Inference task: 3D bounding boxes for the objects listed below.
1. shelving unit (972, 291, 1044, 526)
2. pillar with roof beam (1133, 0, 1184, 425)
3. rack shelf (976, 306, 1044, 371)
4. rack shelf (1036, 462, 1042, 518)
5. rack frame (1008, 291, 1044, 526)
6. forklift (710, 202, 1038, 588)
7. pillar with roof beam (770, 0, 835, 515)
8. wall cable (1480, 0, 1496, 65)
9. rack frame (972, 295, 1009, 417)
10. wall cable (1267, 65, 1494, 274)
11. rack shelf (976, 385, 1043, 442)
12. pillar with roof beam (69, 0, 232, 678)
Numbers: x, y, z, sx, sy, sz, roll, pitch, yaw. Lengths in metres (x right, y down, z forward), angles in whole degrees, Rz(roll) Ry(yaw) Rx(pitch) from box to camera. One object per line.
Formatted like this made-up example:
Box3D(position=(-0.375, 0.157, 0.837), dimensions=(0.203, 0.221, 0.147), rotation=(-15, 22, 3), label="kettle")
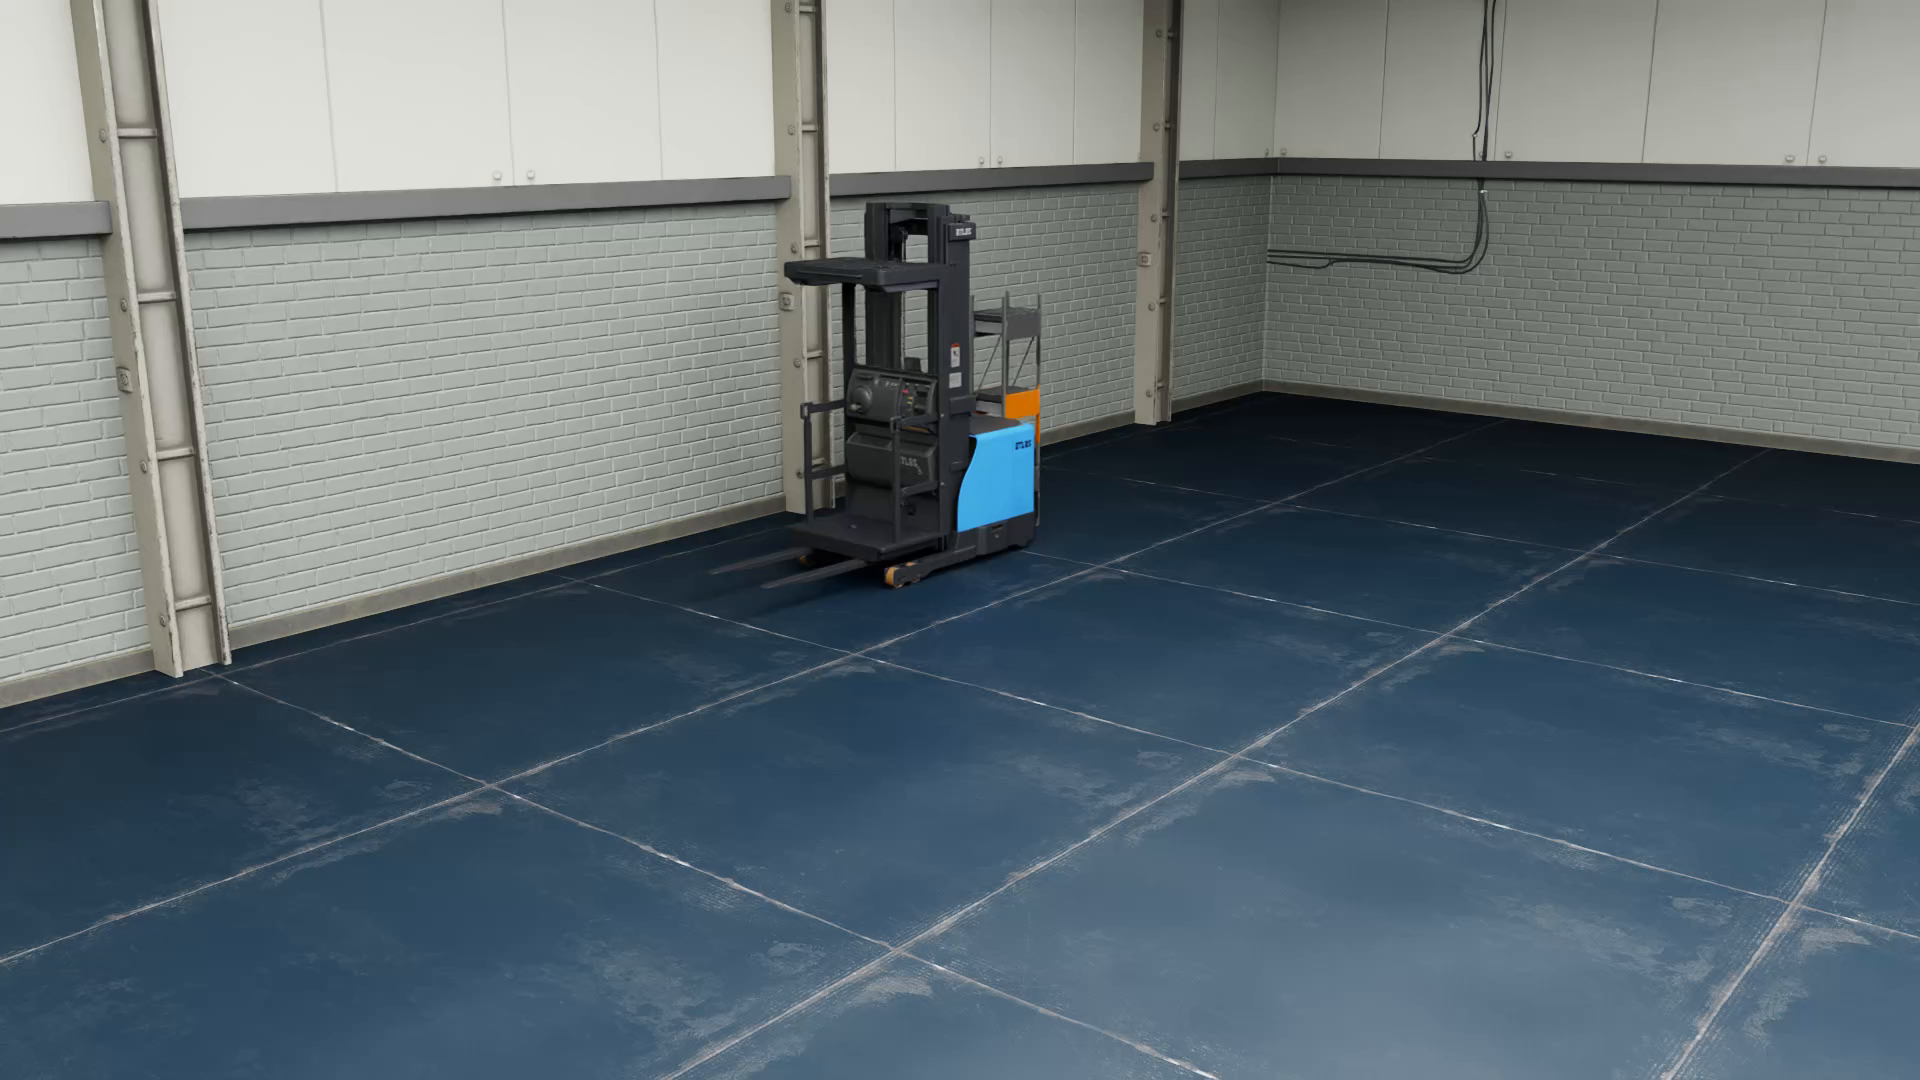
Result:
Box3D(position=(0.422, -1.131, 14.812), dimensions=(0.431, 2.100, 0.503), rotation=(12, 19, 40), label="shelving unit")
Box3D(position=(5.693, -5.141, 16.585), dimensions=(9.100, 9.000, 0.400), rotation=(11, 18, 38), label="pillar with roof beam")
Box3D(position=(0.422, -1.797, 14.643), dimensions=(0.431, 0.518, 0.480), rotation=(12, 19, 40), label="rack shelf")
Box3D(position=(0.422, -0.440, 14.988), dimensions=(0.431, 0.518, 0.480), rotation=(12, 19, 40), label="rack shelf")
Box3D(position=(0.583, -1.177, 14.990), dimensions=(0.400, 2.100, 0.015), rotation=(12, 19, 40), label="rack frame")
Box3D(position=(-0.674, -1.188, 13.347), dimensions=(1.130, 2.935, 3.031), rotation=(12, 19, 40), label="forklift")
Box3D(position=(1.922, -3.992, 12.062), dimensions=(9.100, 9.000, 0.400), rotation=(11, 18, 38), label="pillar with roof beam")
Box3D(position=(7.329, -6.691, 18.735), dimensions=(3.097, 2.526, 0.112), rotation=(11, 18, 38), label="wall cable")
Box3D(position=(0.261, -1.086, 14.634), dimensions=(0.400, 2.100, 0.015), rotation=(12, 19, 40), label="rack frame")
Box3D(position=(5.224, -4.662, 21.005), dimensions=(3.097, 2.526, 0.112), rotation=(11, 18, 38), label="wall cable")
Box3D(position=(0.422, -1.118, 14.815), dimensions=(0.431, 0.518, 0.480), rotation=(12, 19, 40), label="rack shelf")
Box3D(position=(-1.849, -2.843, 7.539), dimensions=(9.100, 9.000, 0.400), rotation=(11, 18, 38), label="pillar with roof beam")
